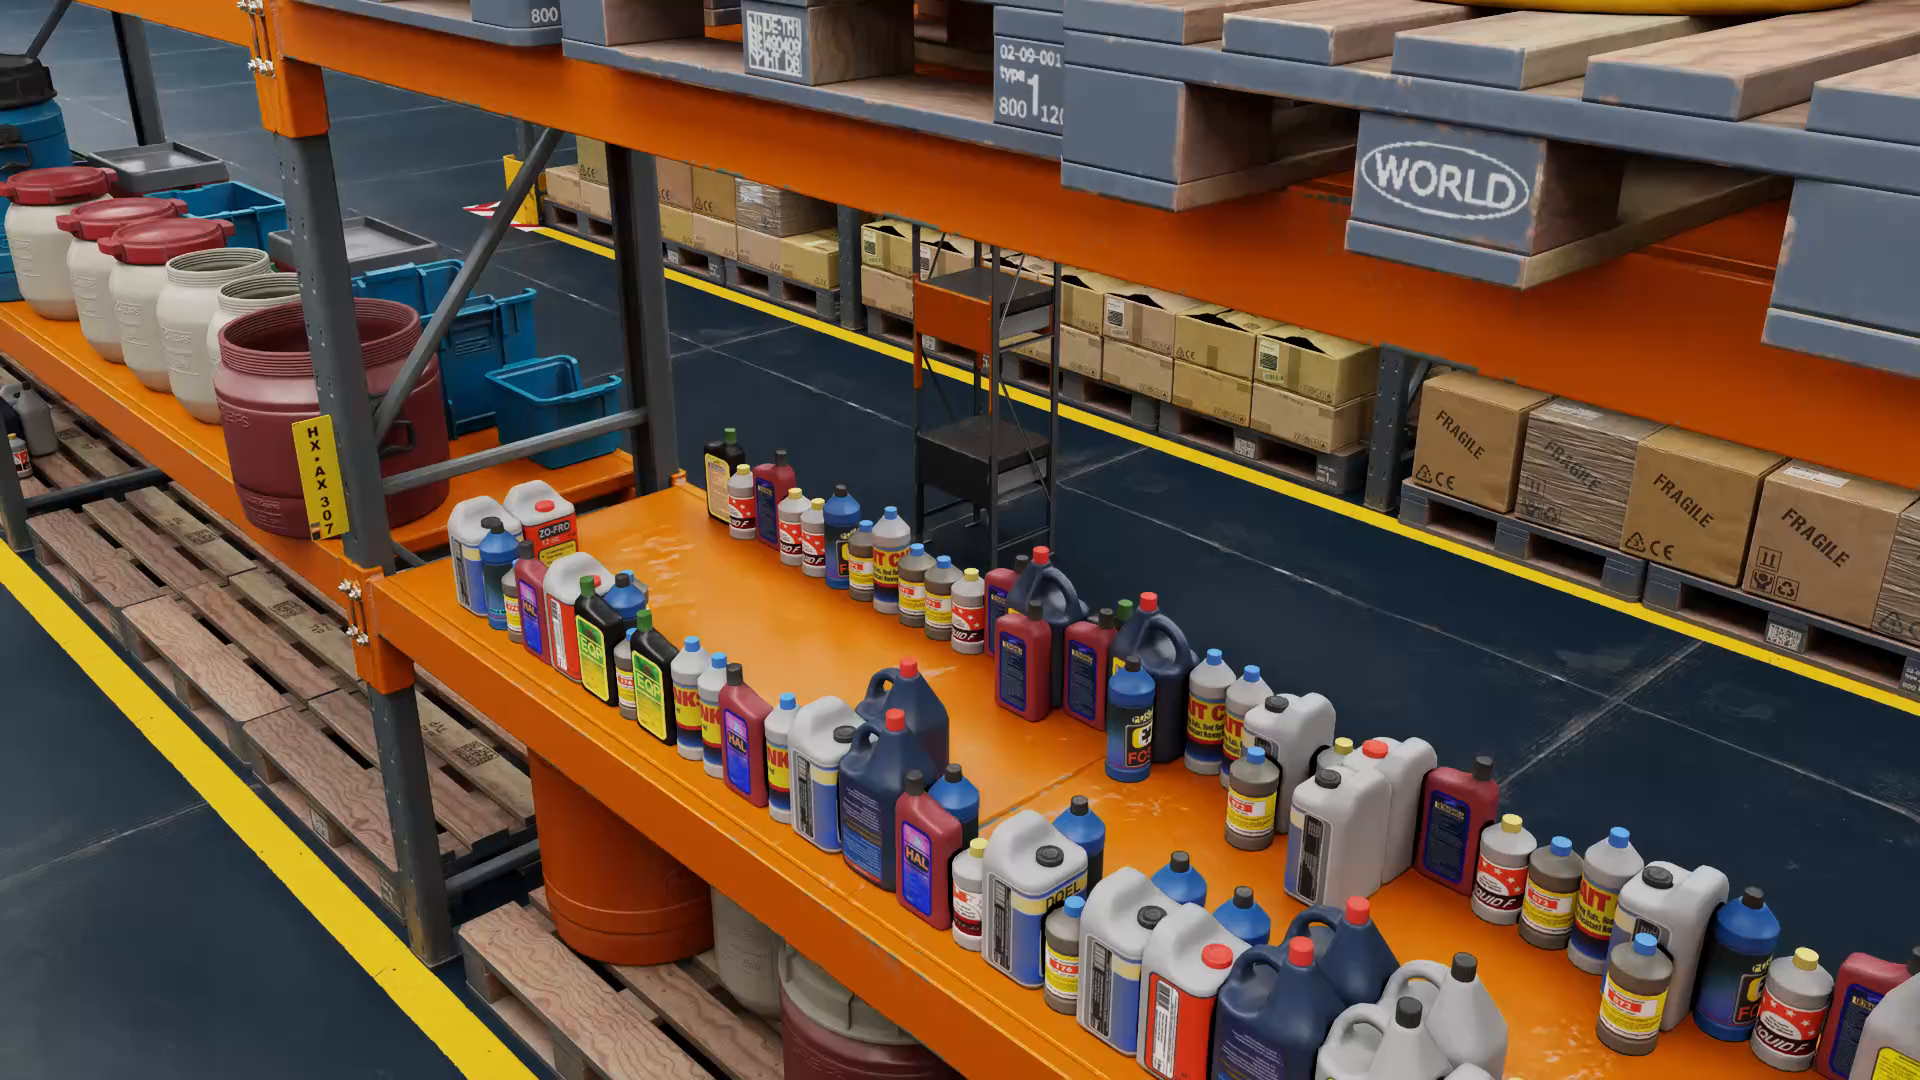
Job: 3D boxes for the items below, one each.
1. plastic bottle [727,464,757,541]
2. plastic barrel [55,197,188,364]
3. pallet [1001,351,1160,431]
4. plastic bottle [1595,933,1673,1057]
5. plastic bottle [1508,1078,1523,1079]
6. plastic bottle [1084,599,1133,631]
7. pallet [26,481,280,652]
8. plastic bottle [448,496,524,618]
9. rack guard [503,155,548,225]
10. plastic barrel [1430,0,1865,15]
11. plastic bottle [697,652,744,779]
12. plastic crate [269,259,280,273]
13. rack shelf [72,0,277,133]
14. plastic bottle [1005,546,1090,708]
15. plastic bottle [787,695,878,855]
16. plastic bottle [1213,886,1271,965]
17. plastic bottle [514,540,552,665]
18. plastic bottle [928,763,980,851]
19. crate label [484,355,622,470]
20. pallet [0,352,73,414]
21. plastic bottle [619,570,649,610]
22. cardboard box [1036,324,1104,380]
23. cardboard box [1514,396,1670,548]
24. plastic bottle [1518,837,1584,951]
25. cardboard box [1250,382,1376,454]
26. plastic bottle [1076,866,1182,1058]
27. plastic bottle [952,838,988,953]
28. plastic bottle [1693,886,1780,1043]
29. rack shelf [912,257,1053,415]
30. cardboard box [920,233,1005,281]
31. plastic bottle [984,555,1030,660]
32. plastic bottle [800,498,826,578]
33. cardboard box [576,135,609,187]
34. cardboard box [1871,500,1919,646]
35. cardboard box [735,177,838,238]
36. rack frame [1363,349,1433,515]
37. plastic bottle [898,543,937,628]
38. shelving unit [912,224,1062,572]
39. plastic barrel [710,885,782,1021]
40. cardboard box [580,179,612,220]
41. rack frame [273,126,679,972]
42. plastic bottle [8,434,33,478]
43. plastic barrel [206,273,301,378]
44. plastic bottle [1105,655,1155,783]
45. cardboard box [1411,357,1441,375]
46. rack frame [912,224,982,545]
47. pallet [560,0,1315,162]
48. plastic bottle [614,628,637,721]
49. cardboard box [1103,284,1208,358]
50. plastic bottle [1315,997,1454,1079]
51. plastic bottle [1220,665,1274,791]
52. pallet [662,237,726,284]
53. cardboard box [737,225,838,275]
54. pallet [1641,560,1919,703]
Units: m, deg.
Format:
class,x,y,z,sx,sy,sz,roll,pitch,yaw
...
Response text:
class,x,y,z,sx,sy,sz,roll,pitch,yaw
plastic bottle,-0.596,-0.110,4.617,0.097,0.201,0.097,0,25,0
plastic barrel,-2.988,-0.942,6.037,0.433,0.535,0.433,0,25,0
pallet,1.005,-1.008,9.705,1.003,0.211,1.213,-21,32,-38
plastic bottle,1.118,0.742,2.749,0.097,0.201,0.097,0,25,0
plastic bottle,0.807,0.880,2.445,0.097,0.201,0.097,0,25,0
plastic bottle,0.337,0.255,3.718,0.061,0.283,0.133,-21,32,-38
pallet,-3.419,0.041,7.405,1.003,0.211,1.213,-21,32,-38
plastic bottle,-1.190,0.037,4.205,0.152,0.276,0.135,-21,32,-38
rack guard,-3.116,-2.940,13.593,1.175,0.500,0.348,-21,32,-38
plastic barrel,0.712,-0.891,1.742,0.600,0.588,0.600,0,25,0
plastic bottle,-0.499,0.362,3.498,0.097,0.271,0.097,0,25,0
plastic crate,-2.587,-0.910,6.387,0.450,0.188,0.662,-21,32,-38
rack shelf,-2.617,-1.886,5.522,1.077,0.370,4.000,-21,32,-38
plastic bottle,0.198,0.188,3.783,0.144,0.351,0.185,-21,32,-38
plastic bottle,-0.242,0.457,3.284,0.152,0.276,0.135,-21,32,-38
plastic bottle,0.463,0.696,2.766,0.097,0.271,0.097,0,25,0
plastic bottle,-0.999,0.146,3.956,0.061,0.283,0.133,-21,32,-38
plastic bottle,-0.012,0.541,3.106,0.097,0.271,0.097,0,25,0
crate label,-1.264,-0.400,5.215,0.303,0.233,0.416,-21,32,-38
pallet,-5.250,-0.771,9.185,1.003,0.211,1.213,-21,32,-38
plastic bottle,-0.795,0.170,4.003,0.097,0.201,0.097,0,25,0
cardboard box,0.781,-1.140,9.442,0.500,0.250,0.500,-20,32,-38
cardboard box,2.833,-0.333,7.348,0.500,0.500,0.500,22,33,40
plastic bottle,1.070,0.628,2.998,0.097,0.201,0.097,0,25,0
cardboard box,1.831,-0.677,8.426,0.500,0.250,0.500,-20,31,-37
plastic bottle,0.293,0.694,2.764,0.152,0.276,0.135,-21,32,-38
plastic bottle,0.035,0.630,2.994,0.097,0.201,0.097,0,25,0
plastic bottle,1.295,0.696,2.765,0.097,0.271,0.097,0,25,0
rack shelf,0.113,-0.893,7.210,0.431,0.518,0.480,-21,32,-38
cardboard box,0.073,-1.704,10.003,0.500,0.311,0.500,-22,32,-39
plastic bottle,0.119,0.159,3.929,0.061,0.283,0.133,-21,32,-38
plastic bottle,-0.372,-0.011,4.399,0.097,0.201,0.097,0,25,0
cardboard box,-2.552,-2.975,12.560,0.500,0.500,0.500,-21,32,-38
cardboard box,3.882,0.130,6.332,0.500,0.500,0.500,-21,32,-38
cardboard box,-1.175,-2.373,11.241,0.500,0.500,0.500,-21,32,-38
rack frame,2.369,-1.646,7.745,1.000,3.000,0.127,-21,32,-38
plastic bottle,-0.106,0.107,4.141,0.097,0.201,0.097,0,25,0
shelving unit,0.113,-0.905,7.204,0.431,2.100,0.503,-21,32,-38
plastic barrel,-0.452,0.988,4.463,0.421,0.512,0.421,0,25,0
cardboard box,-2.551,-2.634,12.717,0.500,0.250,0.500,-21,32,-38
rack frame,-1.250,-0.242,4.667,1.000,3.000,0.127,-21,32,-38
plastic bottle,-4.459,-0.403,7.860,0.097,0.201,0.097,0,25,0
plastic barrel,-2.109,-0.544,5.194,0.421,0.512,0.421,0,25,0
plastic bottle,0.357,0.368,3.484,0.097,0.271,0.097,0,25,0
cardboard box,2.225,-1.084,8.643,0.500,0.311,0.500,-20,31,-37
rack frame,-0.054,-0.979,7.366,0.400,2.100,0.015,-21,32,-38
pallet,0.100,-0.862,2.639,1.003,0.211,1.213,-21,32,-38
plastic bottle,-0.723,0.294,3.730,0.097,0.201,0.097,0,25,0
cardboard box,1.128,-1.240,8.985,0.500,0.311,0.500,-21,32,-39
plastic bottle,0.617,0.806,2.428,0.144,0.351,0.185,-21,32,-38
plastic bottle,0.595,0.386,3.445,0.097,0.271,0.097,0,25,0
pallet,-1.717,-2.212,12.345,1.003,0.211,1.213,-21,32,-38
cardboard box,-1.177,-2.031,11.395,0.500,0.250,0.500,-21,32,-38
pallet,3.681,0.229,6.994,1.003,0.211,1.213,-21,32,-38
